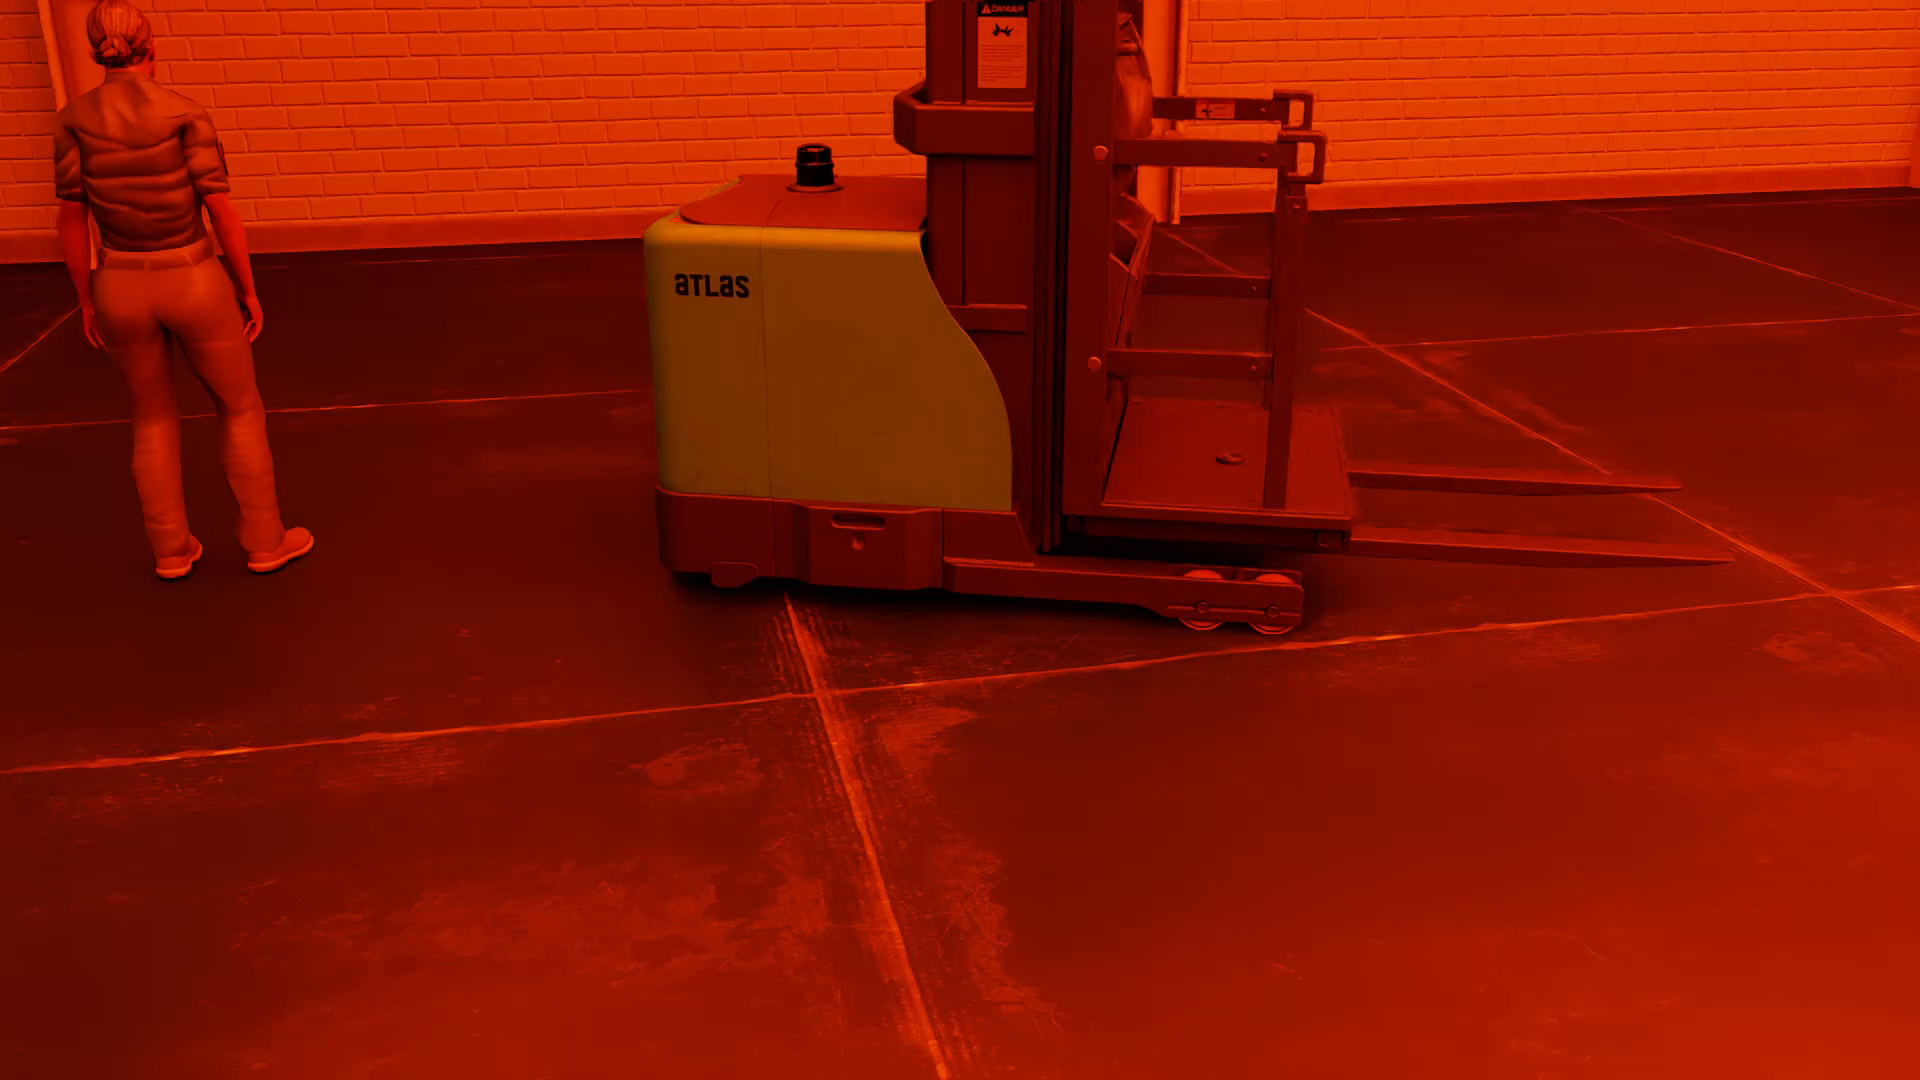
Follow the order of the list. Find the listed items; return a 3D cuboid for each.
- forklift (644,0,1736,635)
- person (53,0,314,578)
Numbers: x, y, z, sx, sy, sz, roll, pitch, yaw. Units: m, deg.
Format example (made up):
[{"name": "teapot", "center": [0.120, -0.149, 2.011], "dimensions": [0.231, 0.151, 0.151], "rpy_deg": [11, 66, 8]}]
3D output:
[{"name": "forklift", "center": [0.674, -1.310, 4.621], "dimensions": [3.031, 2.935, 1.130], "rpy_deg": [3, 21, 9]}, {"name": "person", "center": [-2.273, -0.695, 4.804], "dimensions": [0.520, 1.653, 0.349], "rpy_deg": [-3, 21, -9]}]
